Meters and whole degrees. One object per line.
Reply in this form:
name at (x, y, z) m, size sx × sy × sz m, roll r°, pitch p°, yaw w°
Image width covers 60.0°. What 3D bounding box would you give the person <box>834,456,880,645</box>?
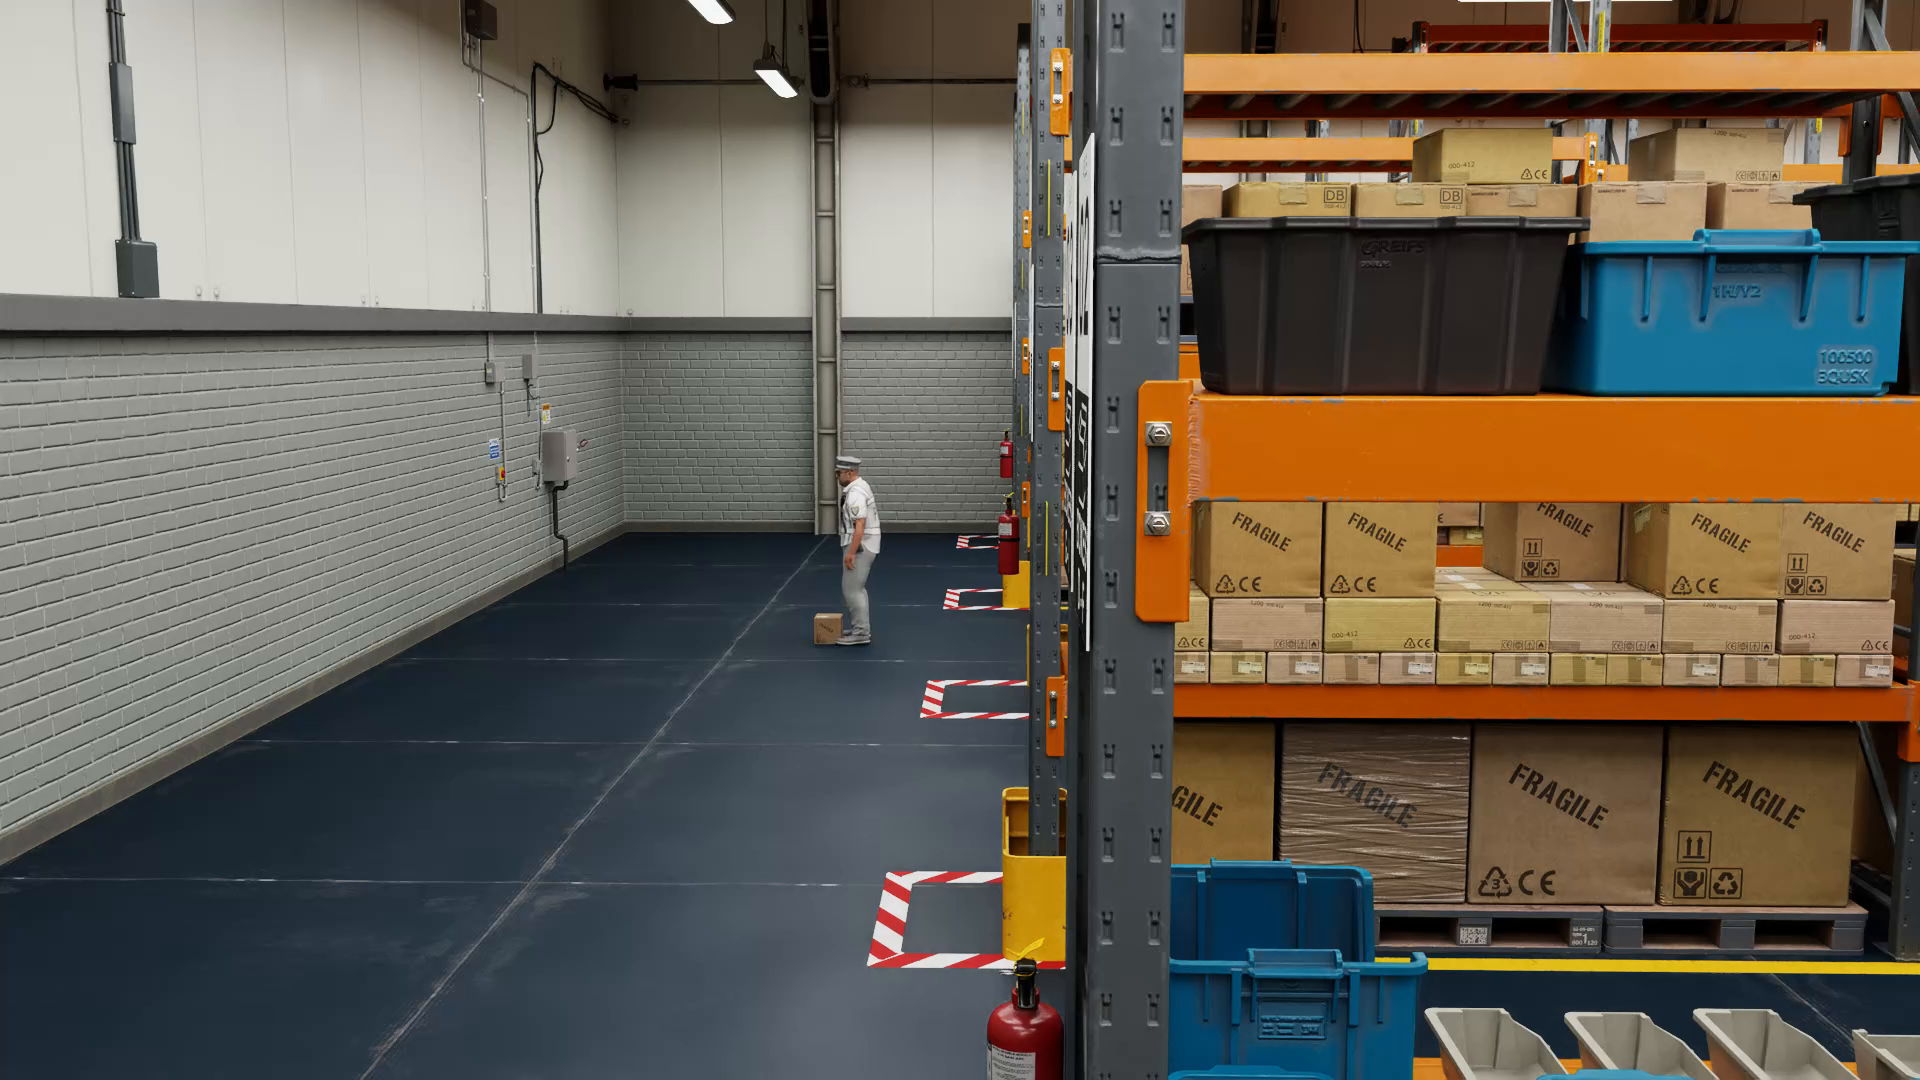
person at (-0.956, 0.089, 15.514) m, size 0.428 × 1.751 × 0.605 m, roll 0°, pitch 7°, yaw -2°
